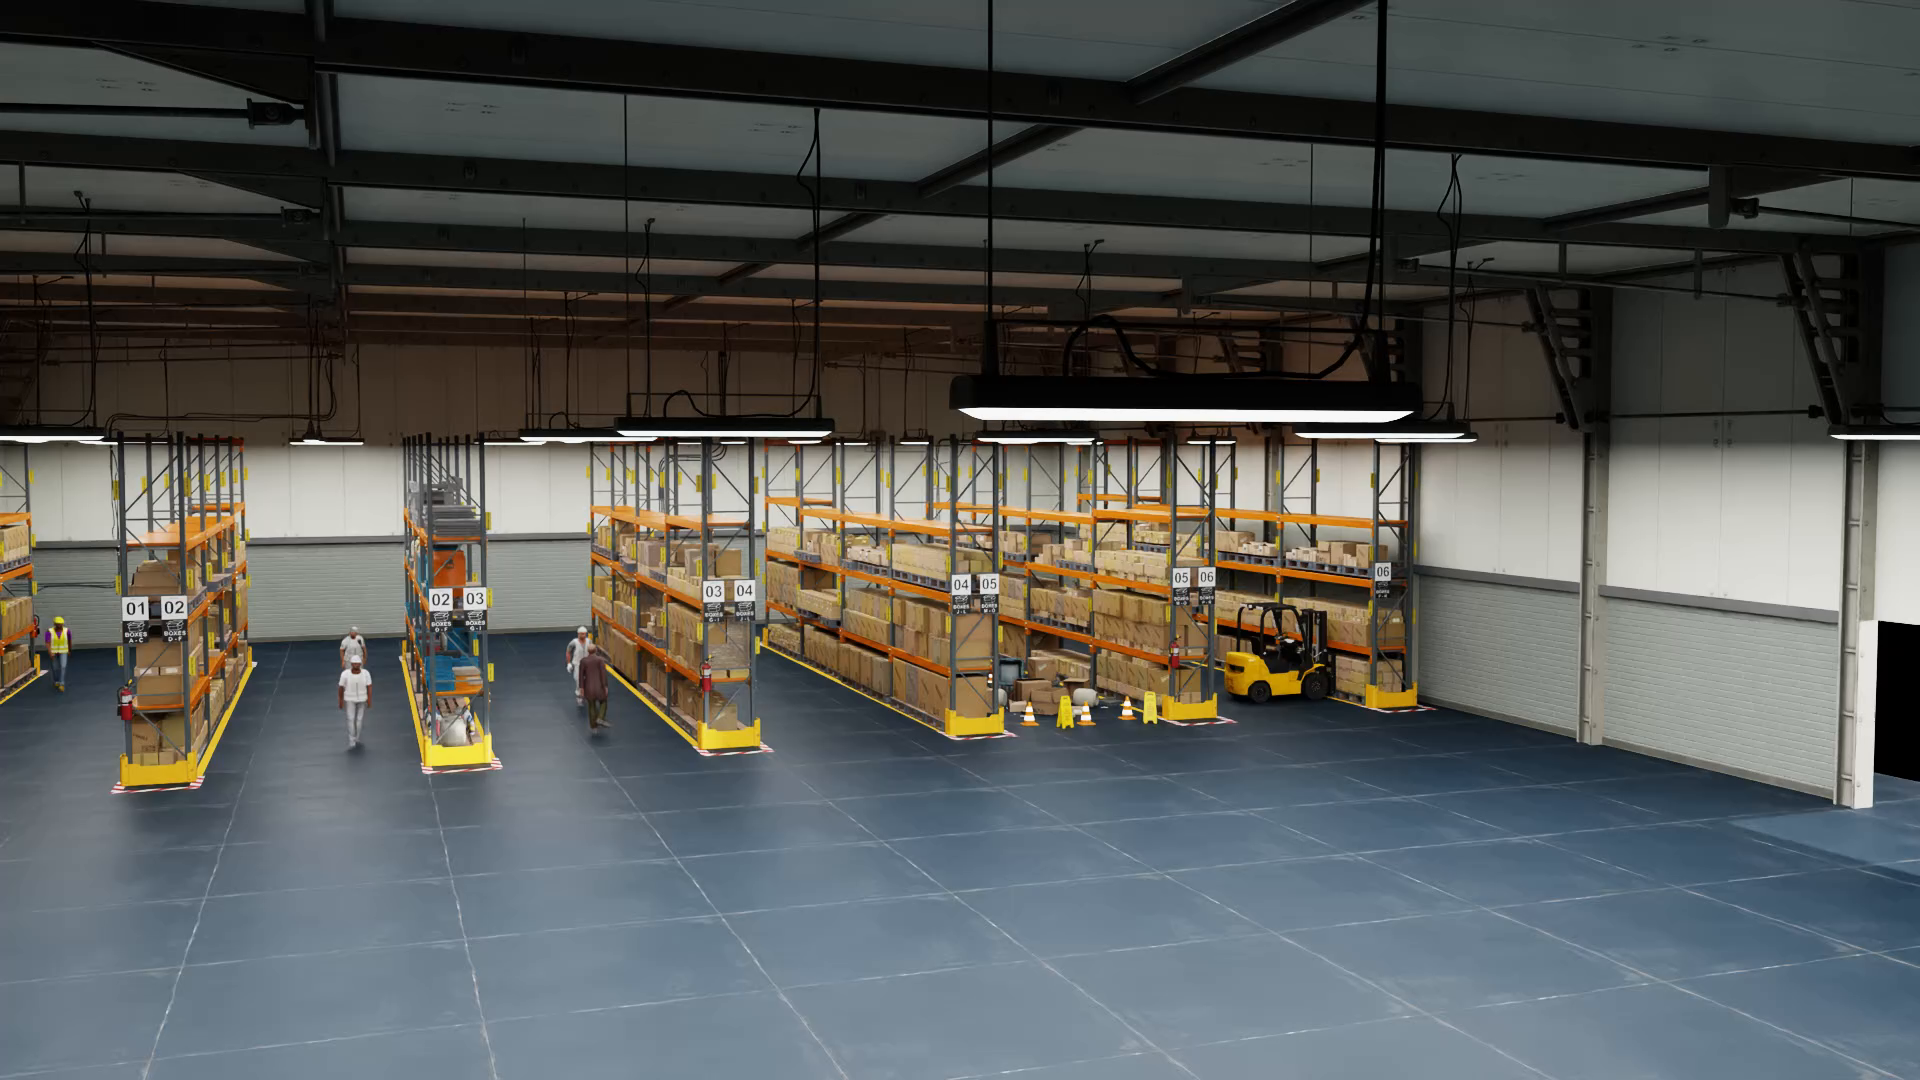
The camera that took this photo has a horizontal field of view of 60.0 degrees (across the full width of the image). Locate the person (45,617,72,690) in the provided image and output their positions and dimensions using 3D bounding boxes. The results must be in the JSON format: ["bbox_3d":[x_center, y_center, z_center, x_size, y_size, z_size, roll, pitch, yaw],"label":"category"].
[{"bbox_3d":[-21.328,2.641,39.348,0.562,1.652,0.974,-2,4,-31],"label":"person"}]

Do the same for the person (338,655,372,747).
[{"bbox_3d":[-11.570,3.068,31.908,0.584,1.710,0.998,-2,4,-36],"label":"person"}]

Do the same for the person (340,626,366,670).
[{"bbox_3d":[-13.974,2.795,38.283,0.571,1.642,0.592,-2,4,-30],"label":"person"}]

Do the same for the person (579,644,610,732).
[{"bbox_3d":[-7.357,2.977,33.444,0.627,1.771,0.571,0,3,-8],"label":"person"}]

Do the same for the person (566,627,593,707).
[{"bbox_3d":[-8.477,2.795,37.049,0.624,1.766,0.700,-2,4,-35],"label":"person"}]
